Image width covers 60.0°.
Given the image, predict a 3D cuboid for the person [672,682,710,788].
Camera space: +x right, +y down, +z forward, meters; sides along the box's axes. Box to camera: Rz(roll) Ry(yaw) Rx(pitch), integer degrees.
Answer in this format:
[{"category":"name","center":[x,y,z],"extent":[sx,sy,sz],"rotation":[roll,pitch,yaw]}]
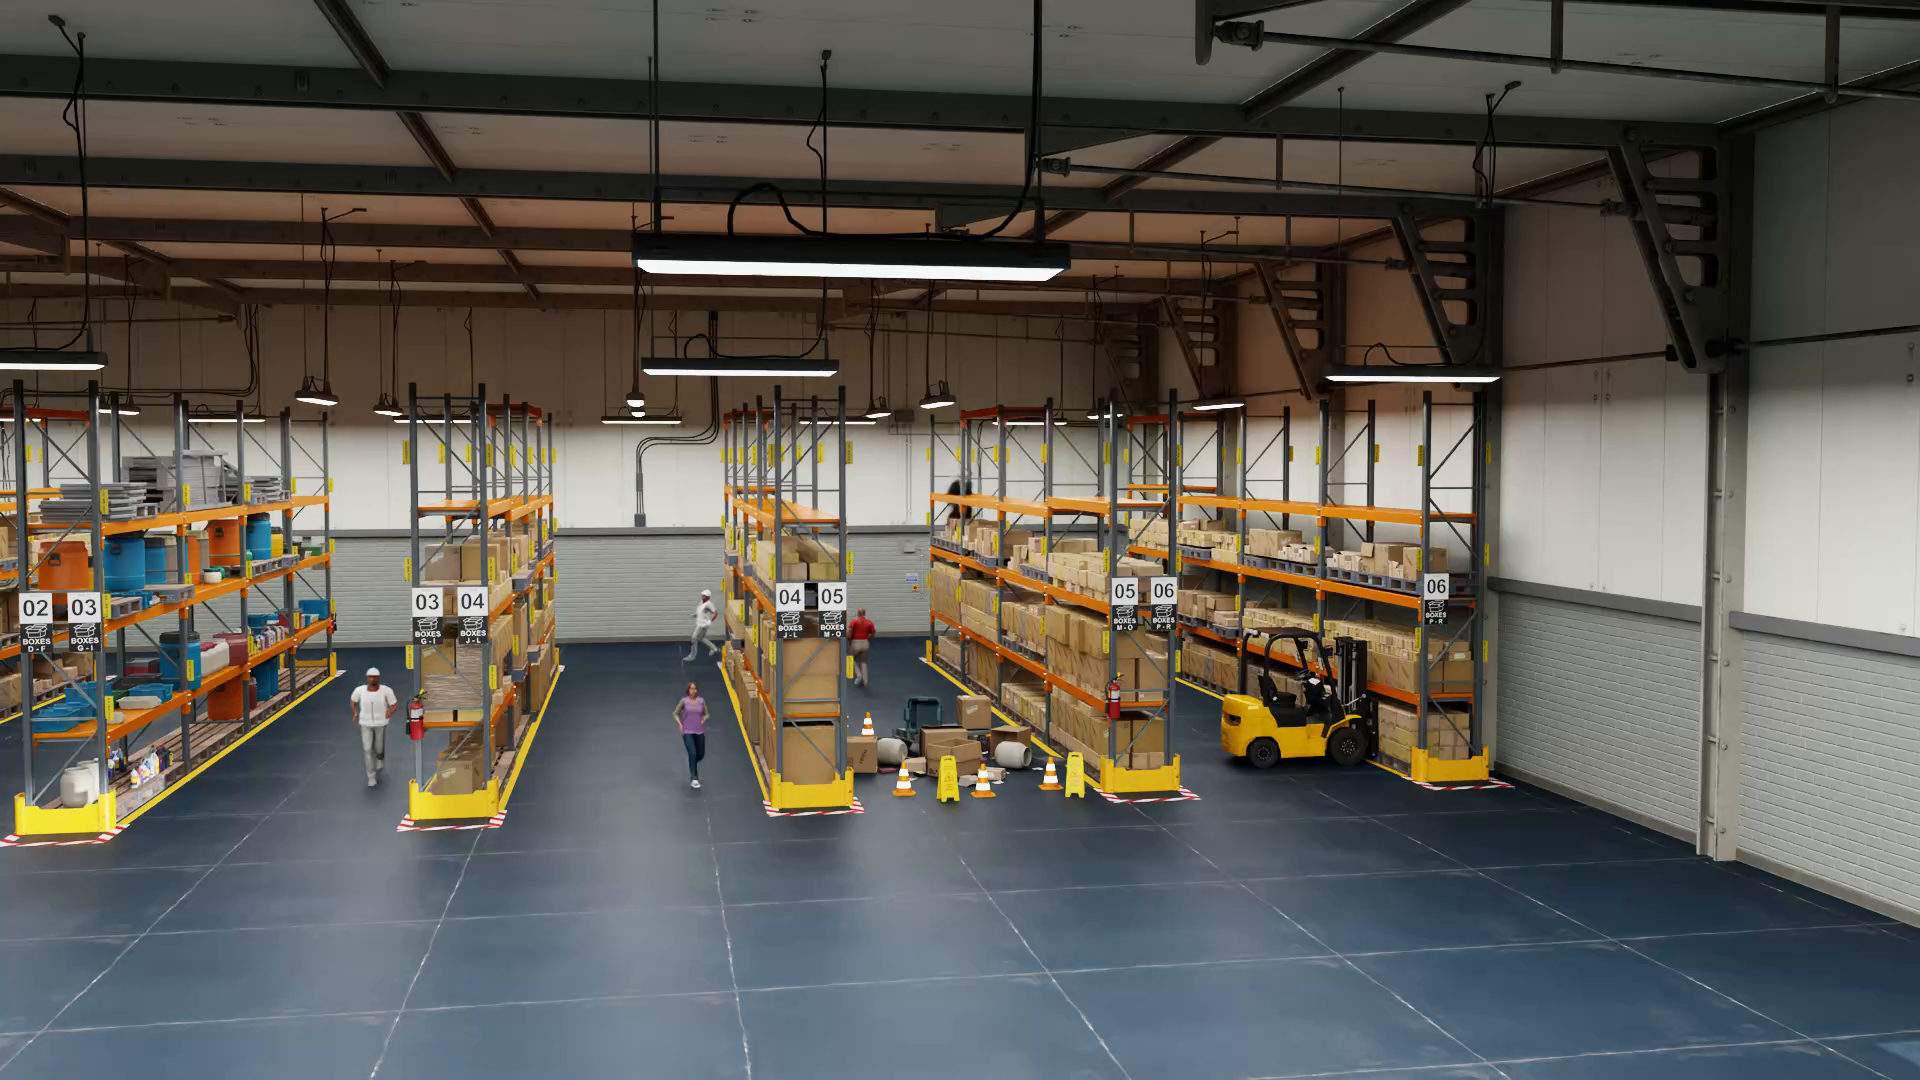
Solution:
[{"category":"person","center":[-4.077,2.936,25.284],"extent":[0.547,1.563,0.755],"rotation":[-1,3,-23]}]

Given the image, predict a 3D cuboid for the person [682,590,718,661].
[{"category":"person","center":[-6.283,2.074,40.445],"extent":[0.904,1.740,0.749],"rotation":[-1,3,-19]}]

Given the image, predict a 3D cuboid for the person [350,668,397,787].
[{"category":"person","center":[-8.988,2.837,25.491],"extent":[0.699,1.769,0.927],"rotation":[-1,3,-17]}]

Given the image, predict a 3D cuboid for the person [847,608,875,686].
[{"category":"person","center":[-2.191,2.325,36.193],"extent":[0.672,1.703,0.629],"rotation":[-1,3,-18]}]
